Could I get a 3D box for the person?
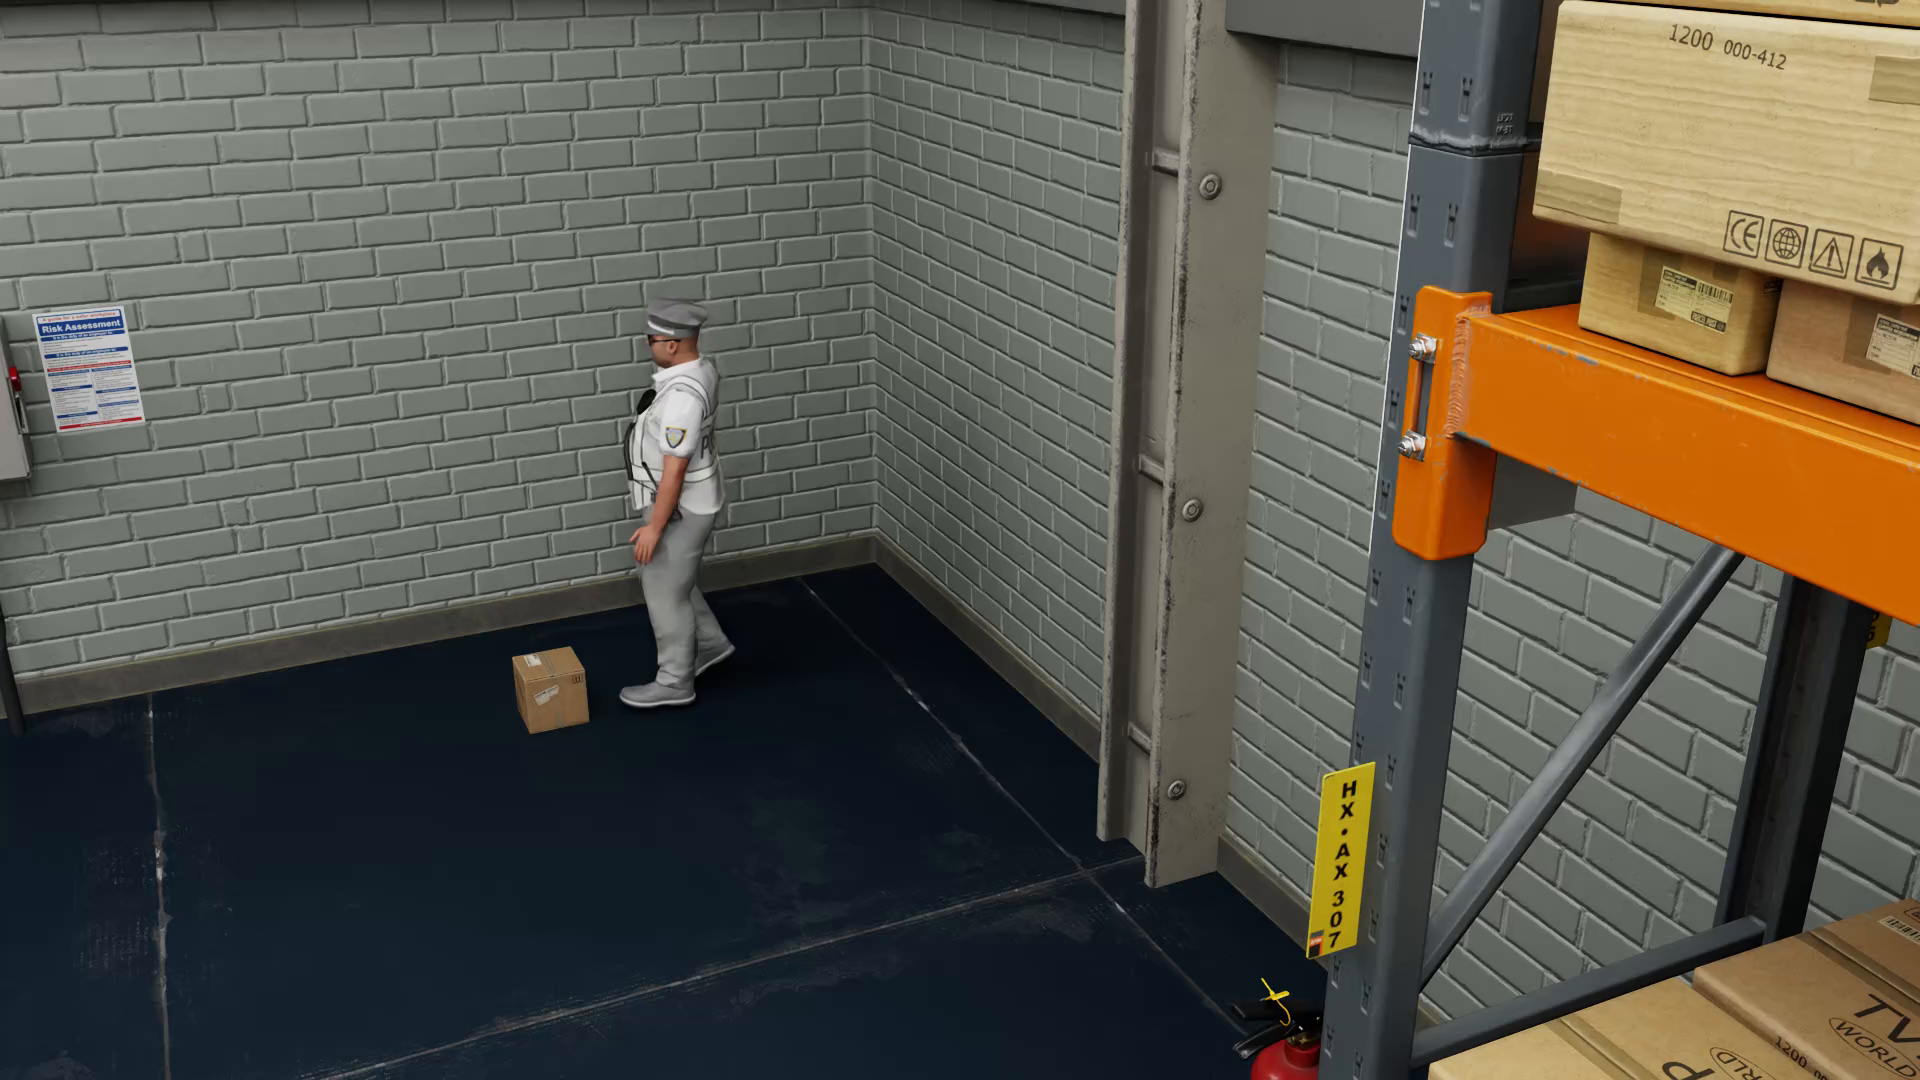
[{"bbox_3d":[-1.219,-0.129,6.879,0.490,1.785,0.556,0,22,-1],"label":"person"}]
